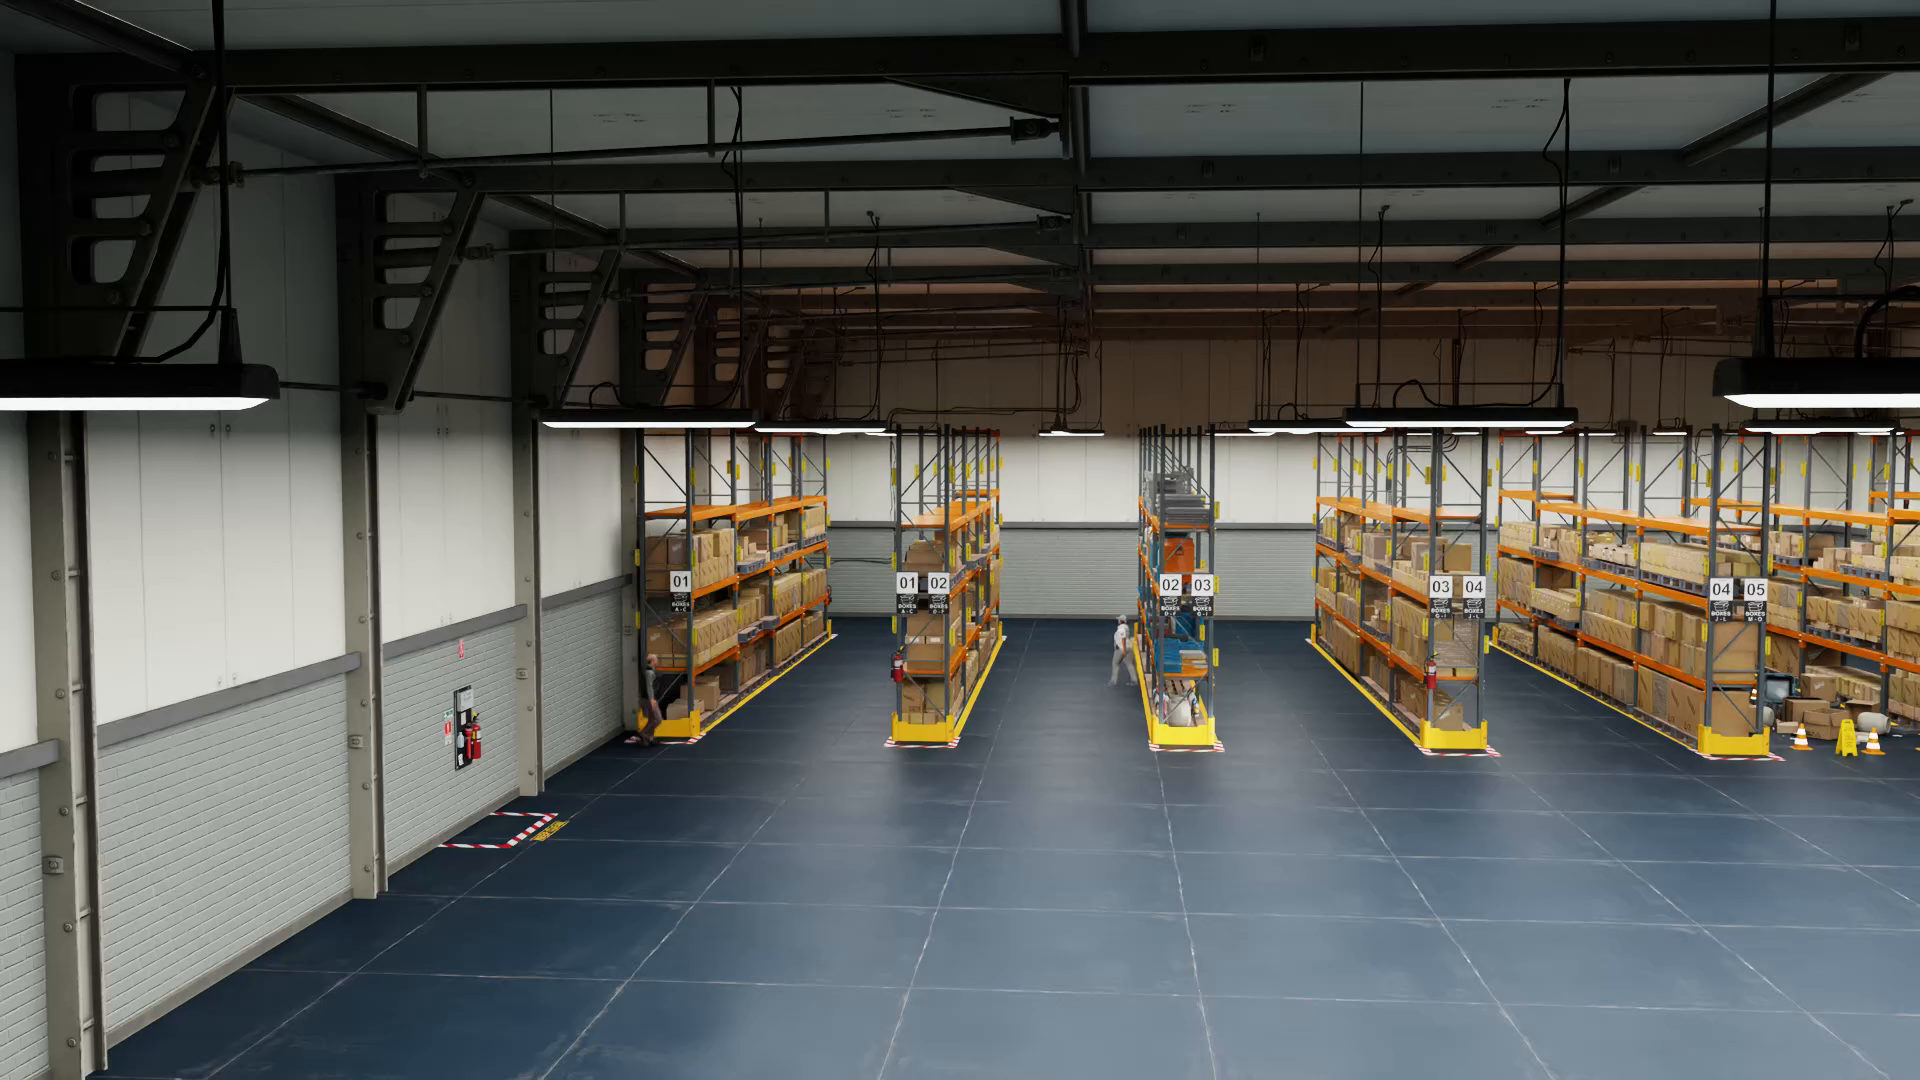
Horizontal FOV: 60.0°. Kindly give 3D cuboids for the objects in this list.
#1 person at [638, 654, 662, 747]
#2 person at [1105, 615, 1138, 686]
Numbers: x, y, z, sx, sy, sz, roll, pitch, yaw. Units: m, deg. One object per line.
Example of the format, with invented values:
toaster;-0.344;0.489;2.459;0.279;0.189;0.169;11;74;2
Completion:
person;-5.734;2.965;30.867;0.459;1.718;0.550;0;3;2
person;3.796;2.568;38.506;0.782;1.678;0.517;3;4;39
